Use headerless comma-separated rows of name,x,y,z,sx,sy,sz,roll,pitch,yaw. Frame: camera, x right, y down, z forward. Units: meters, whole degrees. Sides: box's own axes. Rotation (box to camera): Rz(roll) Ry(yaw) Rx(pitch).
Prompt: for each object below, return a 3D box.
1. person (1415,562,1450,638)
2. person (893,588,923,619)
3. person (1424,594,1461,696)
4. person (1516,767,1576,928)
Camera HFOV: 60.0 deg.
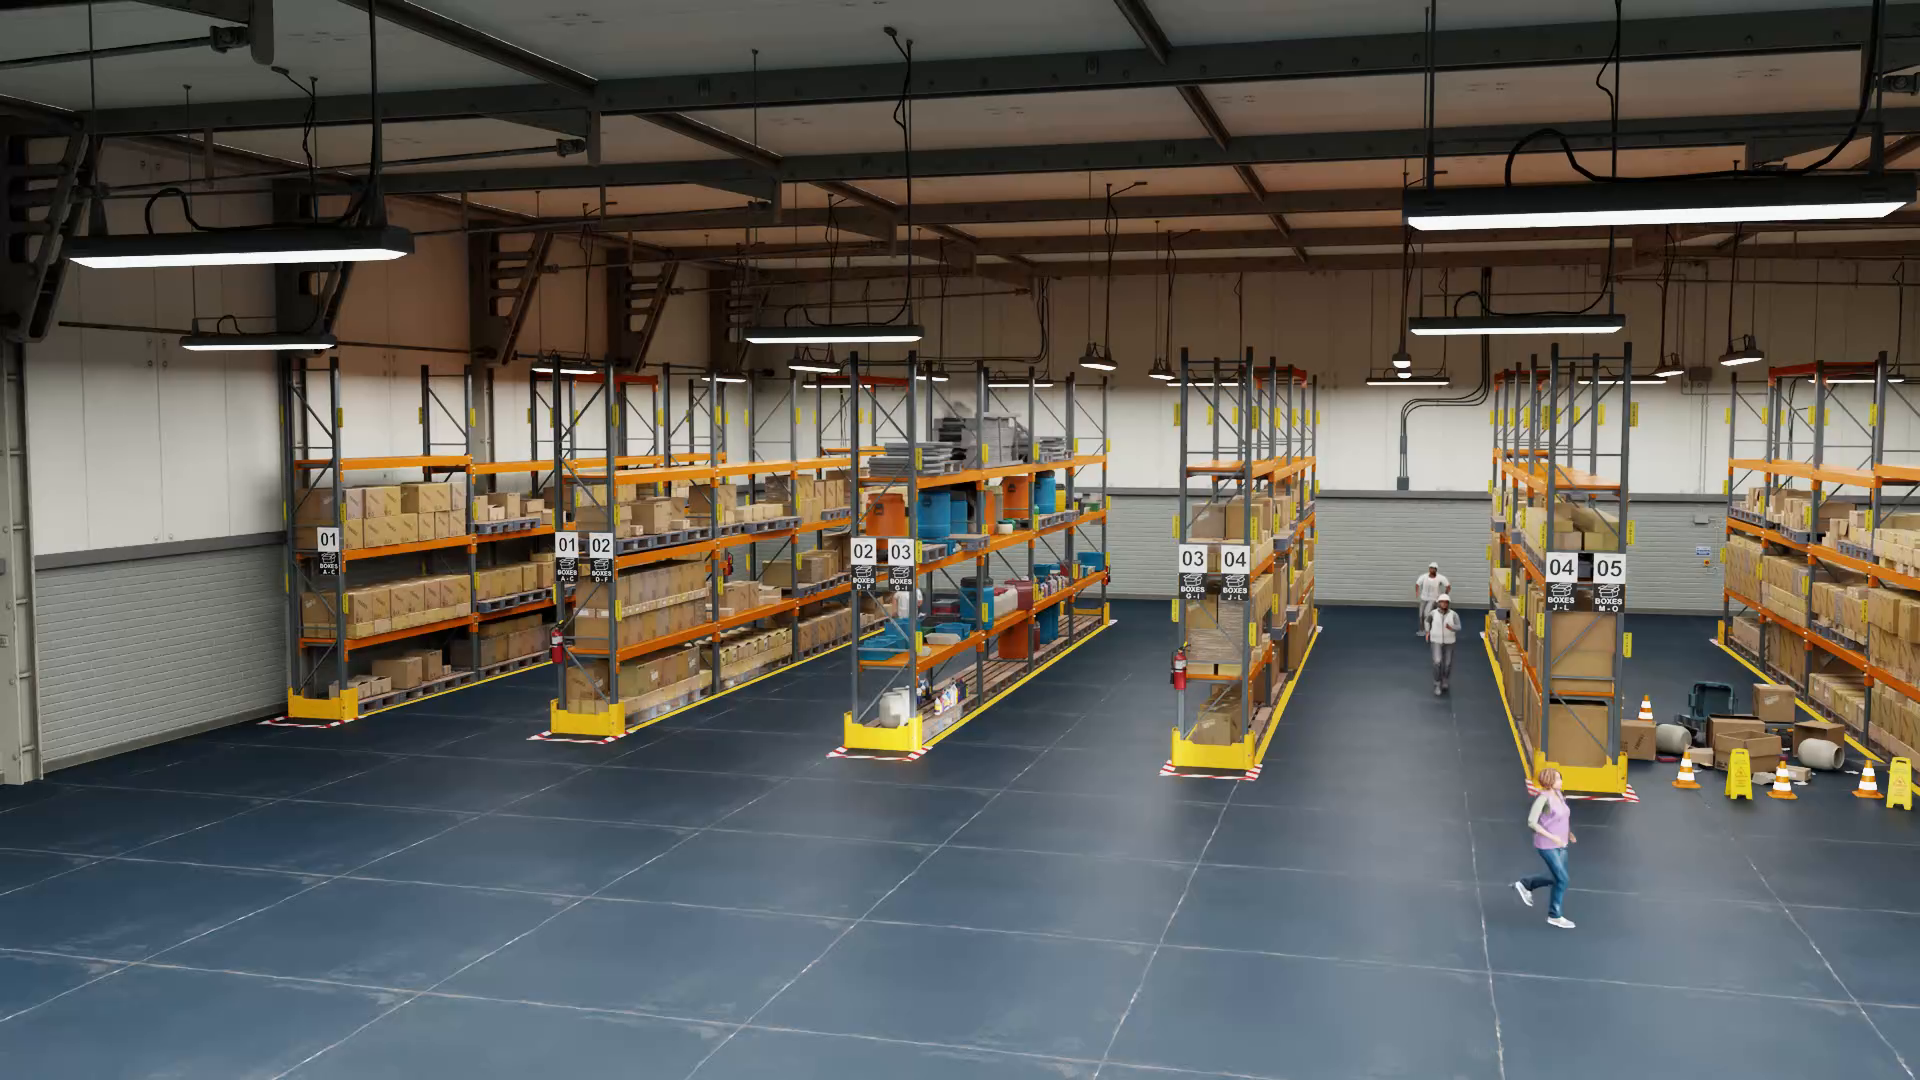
person,10.690,1.371,37.817,0.765,1.744,0.641,3,5,37
person,-1.089,1.579,34.638,0.637,1.775,0.685,0,4,0
person,8.788,1.886,30.269,0.633,1.822,0.825,1,4,11
person,5.772,3.061,16.434,0.637,1.477,0.555,4,6,45
